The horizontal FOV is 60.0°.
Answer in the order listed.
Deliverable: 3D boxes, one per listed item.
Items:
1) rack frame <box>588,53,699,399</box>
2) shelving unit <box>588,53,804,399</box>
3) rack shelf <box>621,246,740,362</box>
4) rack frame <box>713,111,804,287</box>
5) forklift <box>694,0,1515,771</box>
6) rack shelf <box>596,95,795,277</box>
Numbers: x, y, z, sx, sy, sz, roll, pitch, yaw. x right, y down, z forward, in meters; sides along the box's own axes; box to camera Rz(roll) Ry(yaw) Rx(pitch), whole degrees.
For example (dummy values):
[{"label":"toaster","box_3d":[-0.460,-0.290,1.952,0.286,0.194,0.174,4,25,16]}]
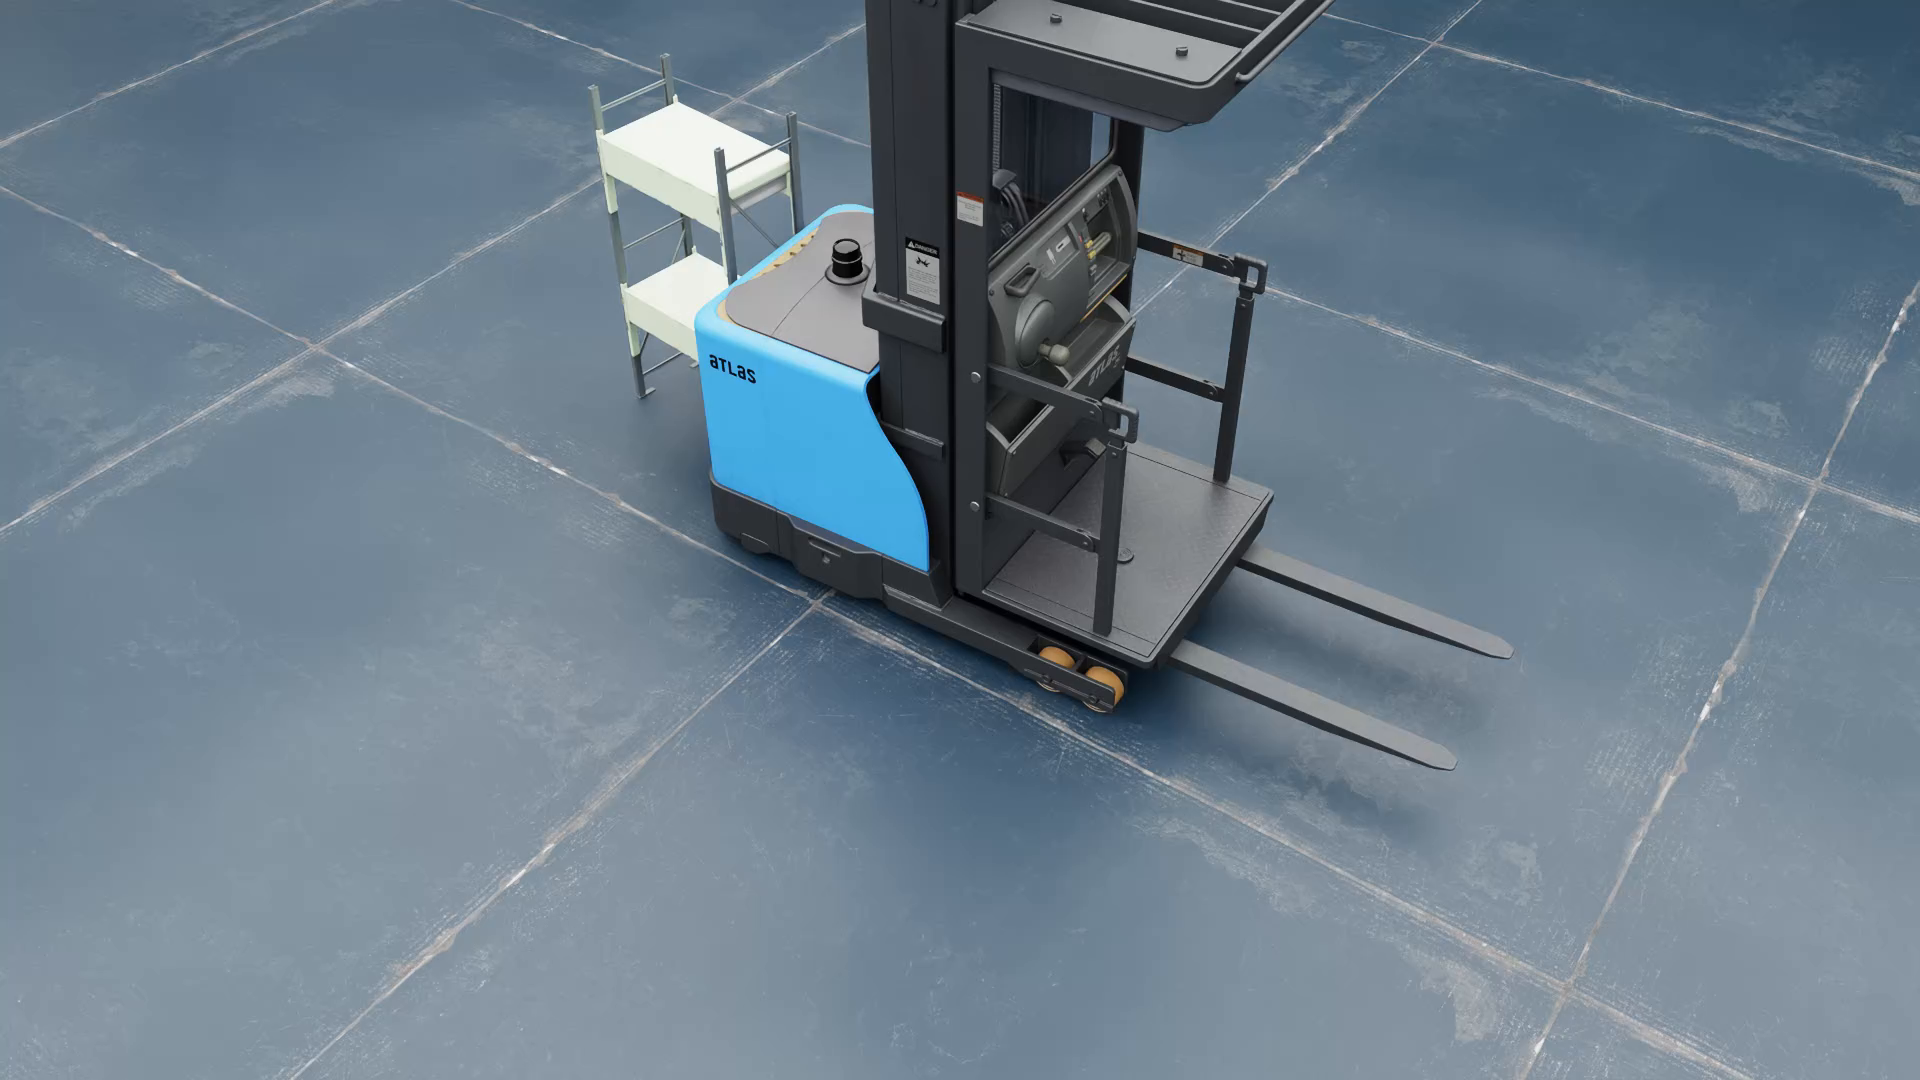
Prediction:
[{"label":"rack frame","box_3d":[-1.307,-1.295,7.072,0.023,1.500,0.400,31,50,30]},{"label":"shelving unit","box_3d":[-1.035,-1.131,6.889,0.755,1.500,0.431,31,50,30]},{"label":"rack shelf","box_3d":[-1.035,-0.888,7.107,0.720,0.370,0.431,31,50,30]},{"label":"rack frame","box_3d":[-0.764,-0.968,6.707,0.023,1.500,0.400,31,50,30]},{"label":"forklift","box_3d":[0.532,-0.874,5.529,3.031,2.935,1.130,22,46,23]},{"label":"rack shelf","box_3d":[-1.035,-1.422,6.629,0.720,0.370,0.431,31,50,30]}]
